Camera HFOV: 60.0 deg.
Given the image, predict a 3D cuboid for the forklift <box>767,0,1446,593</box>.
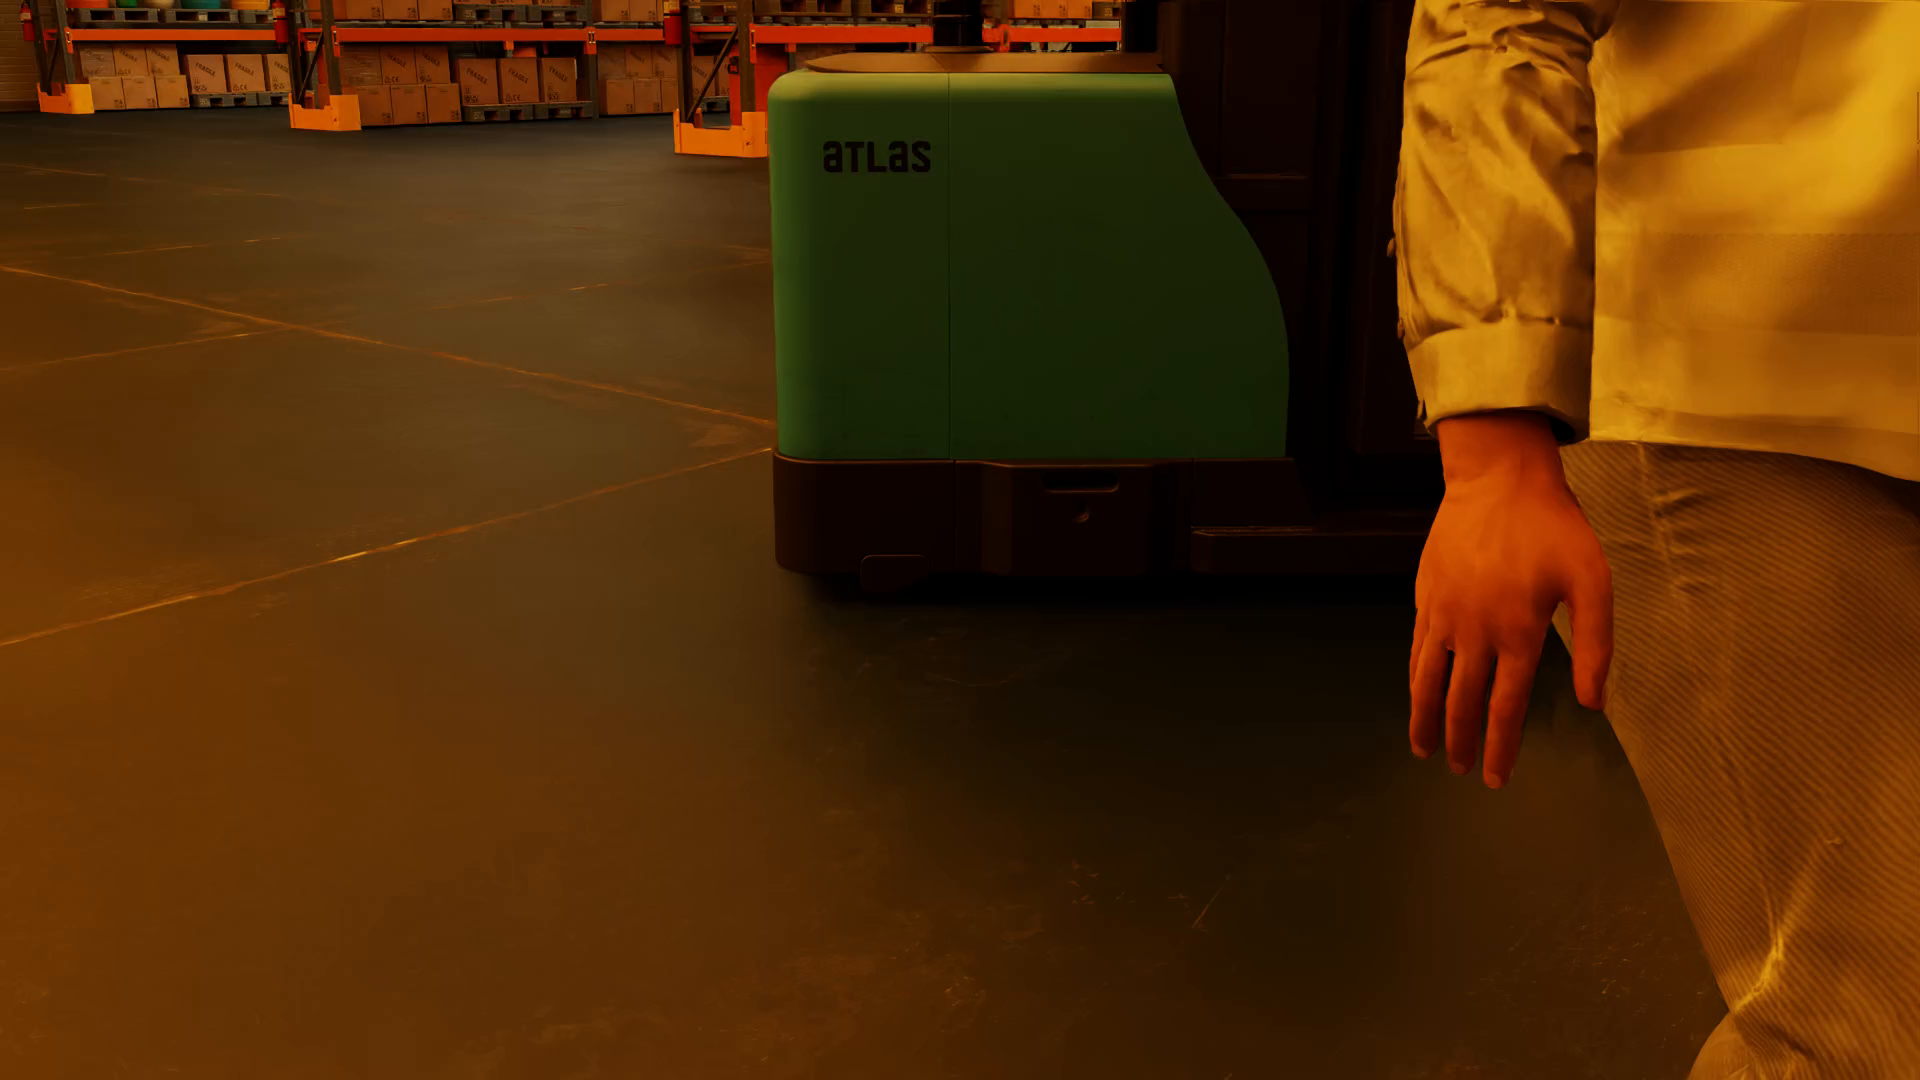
[{"bbox_3d":[1.111,-1.425,3.591,3.031,2.935,1.130,0,17,-1],"label":"forklift"}]
